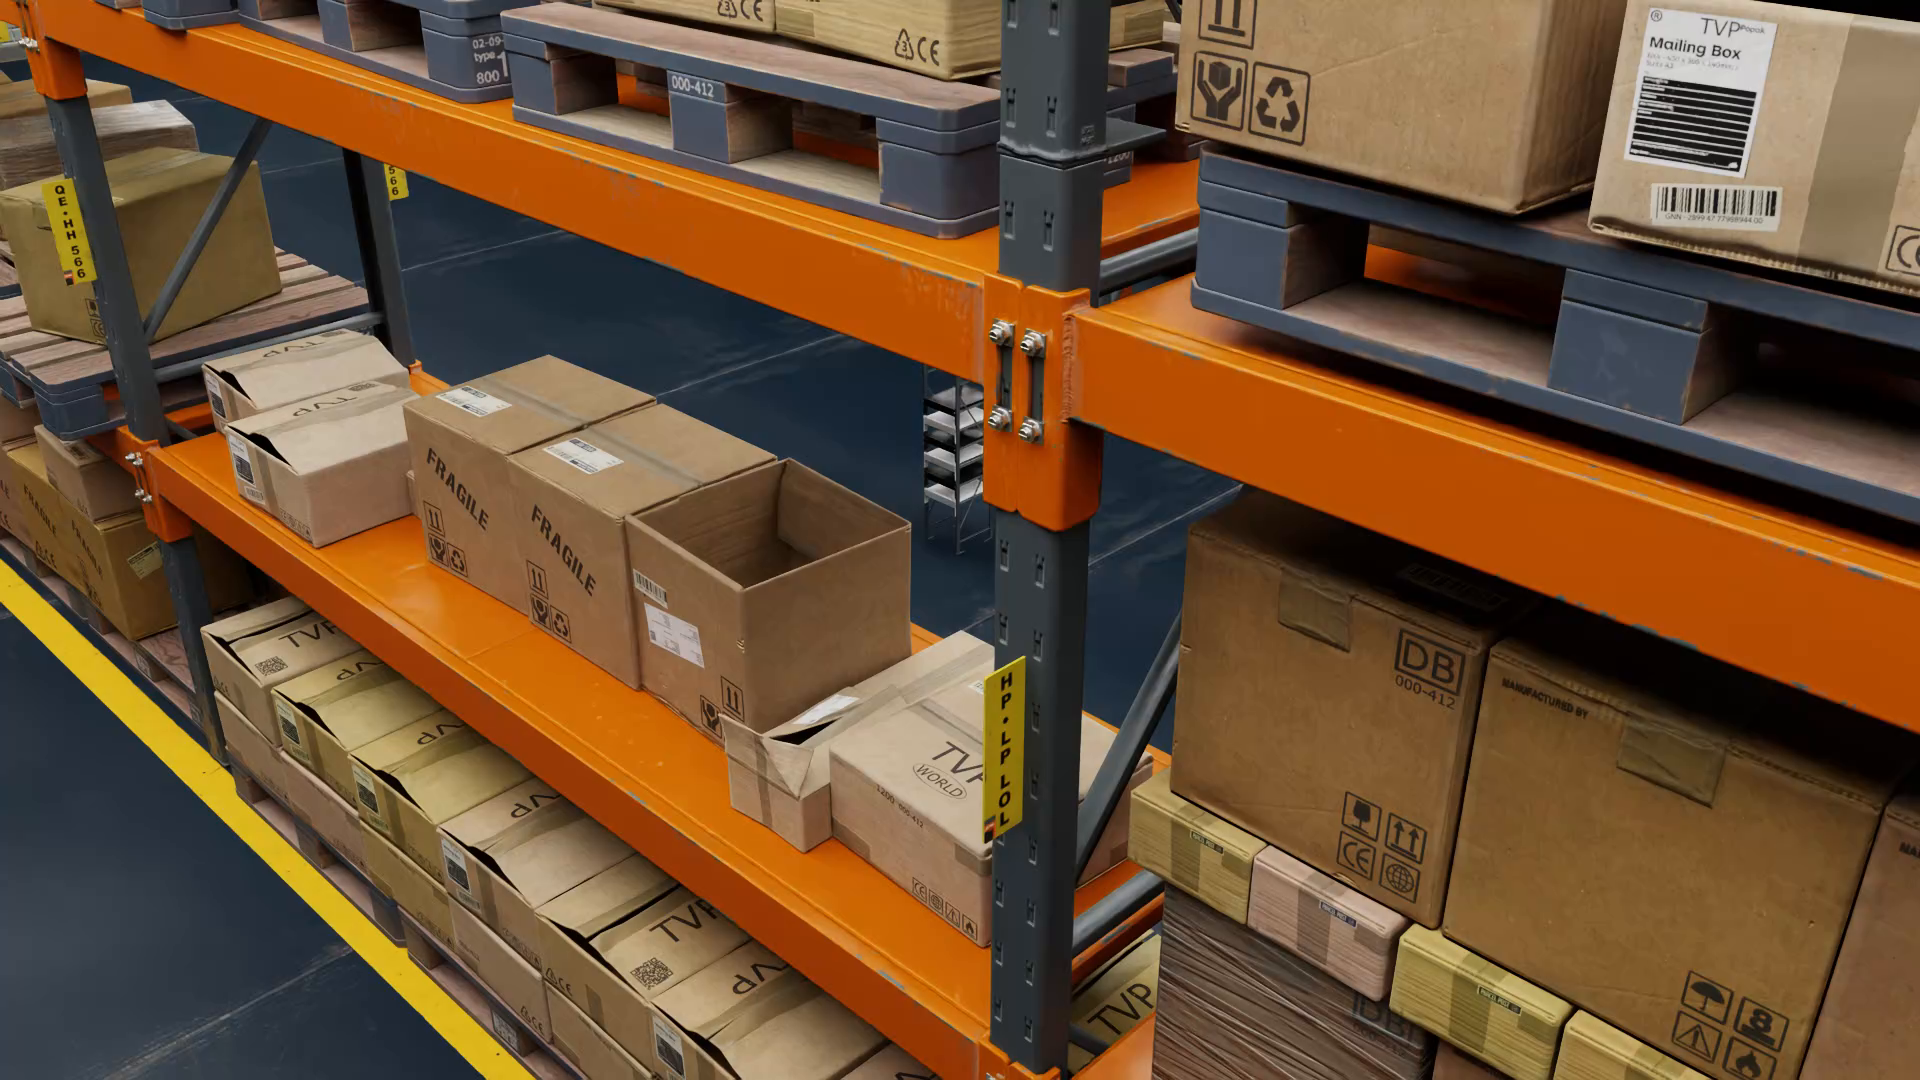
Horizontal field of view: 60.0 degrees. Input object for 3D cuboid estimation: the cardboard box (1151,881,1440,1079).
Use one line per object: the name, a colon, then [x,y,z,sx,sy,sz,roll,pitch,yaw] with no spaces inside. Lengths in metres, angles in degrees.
cardboard box: [0.768,0.737,3.018,0.500,0.500,0.700,23,36,37]

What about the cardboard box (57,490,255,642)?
cardboard box: [-3.237,0.018,6.706,0.500,0.500,0.500,-24,36,-37]

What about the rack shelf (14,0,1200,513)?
rack shelf: [-0.979,-1.023,4.023,4.000,0.370,1.077,25,36,38]

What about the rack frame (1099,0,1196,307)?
rack frame: [1.070,-2.309,8.919,0.127,3.000,1.000,25,36,38]

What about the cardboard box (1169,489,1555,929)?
cardboard box: [0.768,0.163,2.716,0.500,0.500,0.700,25,37,39]

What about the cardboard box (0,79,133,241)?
cardboard box: [-3.954,-1.646,7.099,0.500,0.500,0.700,15,31,26]

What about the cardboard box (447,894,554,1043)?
cardboard box: [-1.138,1.132,4.878,0.500,0.250,0.500,-24,36,-38]

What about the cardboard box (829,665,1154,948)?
cardboard box: [0.065,0.559,3.625,0.500,0.250,0.500,-23,35,-36]

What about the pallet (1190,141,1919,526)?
pallet: [1.073,-0.380,2.122,1.213,0.211,1.003,25,36,38]

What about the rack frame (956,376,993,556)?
rack frame: [0.067,-0.368,7.483,0.006,0.900,0.240,25,36,38]

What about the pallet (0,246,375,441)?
pallet: [-2.938,-0.780,6.216,1.003,0.211,1.213,25,36,38]

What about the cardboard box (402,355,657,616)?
cardboard box: [-1.197,-0.169,4.741,0.500,0.500,0.500,22,35,36]

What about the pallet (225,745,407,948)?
pallet: [-1.846,0.849,5.908,1.213,0.211,1.003,25,36,38]

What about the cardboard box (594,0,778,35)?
cardboard box: [-0.379,-1.191,3.279,0.500,0.250,0.500,21,34,34]

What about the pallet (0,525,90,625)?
pallet: [-3.777,-0.087,7.688,1.213,0.211,1.003,25,36,38]

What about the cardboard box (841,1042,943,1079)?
cardboard box: [-0.043,1.384,3.795,0.500,0.311,0.500,25,36,38]

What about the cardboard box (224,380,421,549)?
cardboard box: [-1.903,-0.271,5.138,0.500,0.311,0.500,24,36,38]

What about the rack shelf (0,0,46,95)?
rack shelf: [-3.831,-2.328,6.505,4.000,0.370,1.077,25,36,38]

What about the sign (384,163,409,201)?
sign: [-2.018,-1.364,5.878,0.005,0.325,0.100,25,36,38]

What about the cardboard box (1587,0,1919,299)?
cardboard box: [1.006,-0.469,1.691,0.500,0.311,0.500,22,35,36]

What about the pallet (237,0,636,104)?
pallet: [-1.059,-1.355,4.084,1.003,0.211,1.213,-23,36,-37]

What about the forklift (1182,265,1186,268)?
forklift: [2.565,-3.534,11.322,1.130,2.935,3.031,22,35,35]

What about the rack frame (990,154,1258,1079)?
rack frame: [0.447,0.639,3.313,0.127,3.000,1.000,25,36,38]

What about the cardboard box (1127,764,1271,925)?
cardboard box: [0.503,0.459,2.849,0.250,0.149,0.380,25,36,38]

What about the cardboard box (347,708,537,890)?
cardboard box: [-1.495,0.720,5.058,0.500,0.311,0.500,23,36,37]

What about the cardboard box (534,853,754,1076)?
cardboard box: [-0.772,1.053,4.425,0.500,0.311,0.500,24,36,38]

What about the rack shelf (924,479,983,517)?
rack shelf: [-0.006,-0.212,7.645,0.200,0.077,0.258,25,36,38]

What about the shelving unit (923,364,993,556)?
shelving unit: [-0.006,-0.401,7.546,0.210,0.900,0.258,25,36,38]

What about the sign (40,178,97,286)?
sign: [-2.779,-0.961,5.195,0.005,0.325,0.100,25,36,38]

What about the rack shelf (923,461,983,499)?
rack shelf: [-0.006,-0.292,7.603,0.200,0.077,0.258,25,36,38]

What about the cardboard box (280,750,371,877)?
cardboard box: [-1.879,0.797,5.515,0.500,0.250,0.500,23,36,37]

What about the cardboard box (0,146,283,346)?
cardboard box: [-2.933,-1.065,5.993,0.500,0.500,0.700,12,30,22]

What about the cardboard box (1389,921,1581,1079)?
cardboard box: [0.867,0.625,2.535,0.250,0.149,0.380,23,36,37]

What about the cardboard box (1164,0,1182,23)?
cardboard box: [2.161,-4.301,14.539,0.875,0.875,1.225,25,36,39]

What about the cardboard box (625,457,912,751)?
cardboard box: [-0.465,0.166,4.103,0.500,0.500,0.500,-22,35,-36]

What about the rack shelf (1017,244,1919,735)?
rack shelf: [1.873,0.282,1.541,4.000,0.370,1.077,25,36,38]

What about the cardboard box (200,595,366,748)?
cardboard box: [-2.238,0.385,5.696,0.500,0.311,0.500,-24,36,-38]

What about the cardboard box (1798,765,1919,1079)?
cardboard box: [1.486,0.491,2.092,0.500,0.500,0.700,25,36,38]

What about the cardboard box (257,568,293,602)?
cardboard box: [-2.529,0.002,6.737,0.500,0.500,0.500,-23,36,-37]

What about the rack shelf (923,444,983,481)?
rack shelf: [-0.006,-0.371,7.561,0.200,0.077,0.258,25,36,38]

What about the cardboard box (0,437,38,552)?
cardboard box: [-3.984,-0.320,7.349,0.500,0.500,0.500,23,35,37]

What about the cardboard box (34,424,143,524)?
cardboard box: [-3.280,-0.331,6.564,0.500,0.250,0.500,-24,36,-37]
